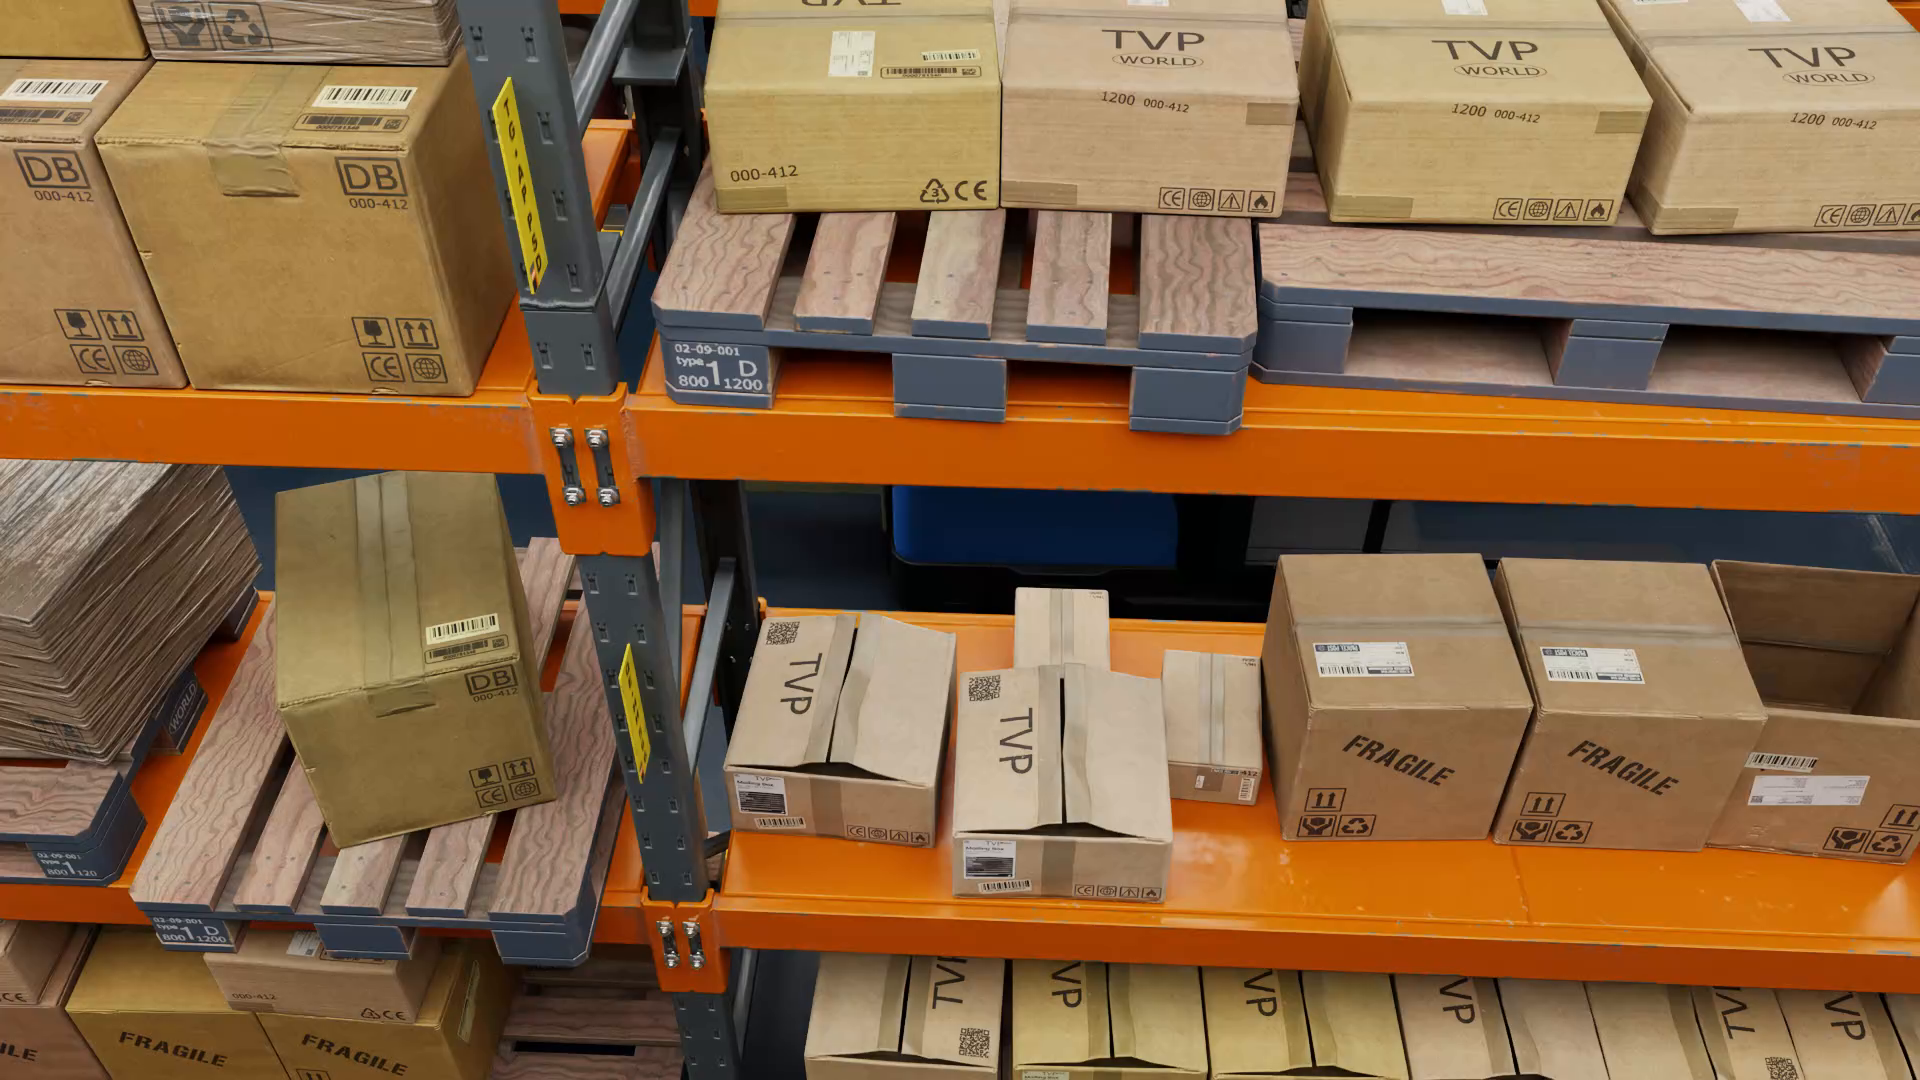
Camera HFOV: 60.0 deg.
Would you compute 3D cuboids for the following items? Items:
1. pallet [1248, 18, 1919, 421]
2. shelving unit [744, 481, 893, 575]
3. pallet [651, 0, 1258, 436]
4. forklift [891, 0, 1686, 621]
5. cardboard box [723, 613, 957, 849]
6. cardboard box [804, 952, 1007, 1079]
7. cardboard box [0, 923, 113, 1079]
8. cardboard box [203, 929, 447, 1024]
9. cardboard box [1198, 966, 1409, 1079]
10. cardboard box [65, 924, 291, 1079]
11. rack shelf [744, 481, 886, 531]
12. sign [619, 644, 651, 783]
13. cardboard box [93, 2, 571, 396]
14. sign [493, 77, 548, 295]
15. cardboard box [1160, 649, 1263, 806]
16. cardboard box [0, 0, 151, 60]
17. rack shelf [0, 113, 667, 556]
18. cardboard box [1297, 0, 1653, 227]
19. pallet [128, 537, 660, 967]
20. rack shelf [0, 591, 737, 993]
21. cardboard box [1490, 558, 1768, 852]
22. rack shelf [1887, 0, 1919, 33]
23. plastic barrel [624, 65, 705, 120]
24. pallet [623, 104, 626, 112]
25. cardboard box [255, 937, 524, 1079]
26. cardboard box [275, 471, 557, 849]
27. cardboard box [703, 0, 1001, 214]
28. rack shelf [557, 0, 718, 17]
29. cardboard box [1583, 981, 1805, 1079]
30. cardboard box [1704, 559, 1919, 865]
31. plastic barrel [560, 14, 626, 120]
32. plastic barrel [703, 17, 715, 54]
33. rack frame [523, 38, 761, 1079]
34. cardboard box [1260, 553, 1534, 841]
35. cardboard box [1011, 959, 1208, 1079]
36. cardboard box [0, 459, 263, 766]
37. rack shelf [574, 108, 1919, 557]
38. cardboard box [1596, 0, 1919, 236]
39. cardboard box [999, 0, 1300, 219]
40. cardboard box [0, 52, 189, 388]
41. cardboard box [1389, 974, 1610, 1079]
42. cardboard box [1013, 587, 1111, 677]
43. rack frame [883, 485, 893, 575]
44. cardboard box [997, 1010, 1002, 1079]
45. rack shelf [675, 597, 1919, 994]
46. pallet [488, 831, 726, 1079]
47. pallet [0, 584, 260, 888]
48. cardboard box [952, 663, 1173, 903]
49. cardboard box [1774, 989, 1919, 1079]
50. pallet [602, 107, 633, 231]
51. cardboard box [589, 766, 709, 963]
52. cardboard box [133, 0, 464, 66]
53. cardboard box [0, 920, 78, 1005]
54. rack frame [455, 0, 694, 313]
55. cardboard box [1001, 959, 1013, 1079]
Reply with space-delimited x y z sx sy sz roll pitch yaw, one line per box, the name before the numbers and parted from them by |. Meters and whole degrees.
pallet | 1.155 -0.657 3.193 1.213 0.211 1.003 4 43 4
shelving unit | -0.639 -0.554 6.245 0.755 1.500 0.431 1 43 1
pallet | 0.038 -0.689 3.227 1.003 0.211 1.213 4 43 4
forklift | 1.265 -1.085 5.765 3.031 2.935 1.130 1 43 1
cardboard box | -0.283 0.453 4.129 0.500 0.311 0.500 4 43 5
cardboard box | -0.134 1.242 4.514 0.500 0.311 0.500 3 43 3
cardboard box | -2.630 1.236 4.734 0.500 0.500 0.500 0 43 0
cardboard box | -1.645 0.991 4.447 0.500 0.250 0.500 3 43 4
cardboard box | 0.900 1.270 4.484 0.500 0.311 0.500 1 43 1
cardboard box | -2.106 1.248 4.721 0.500 0.500 0.500 0 43 0
rack shelf | -0.639 -0.316 6.467 0.720 0.370 0.431 1 43 1
sign | -0.659 0.354 3.378 0.005 0.325 0.100 2 43 2
cardboard box | -1.081 -0.746 3.076 0.500 0.500 0.910 2 43 2
sign | -0.671 -0.538 2.547 0.005 0.325 0.100 2 43 2
cardboard box | 0.632 0.472 4.227 0.250 0.149 0.380 5 43 5
cardboard box | -1.589 -1.154 2.781 0.500 0.500 0.500 2 43 2
rack shelf | -2.642 -0.517 3.431 4.000 0.370 1.077 2 43 2
cardboard box | 0.907 -0.813 3.023 0.500 0.250 0.500 1 43 1
pallet | -1.324 0.476 4.179 1.003 0.211 1.213 2 43 2
rack shelf | -2.642 0.581 4.454 4.000 0.370 1.077 2 43 2
cardboard box | 1.559 0.399 4.048 0.500 0.500 0.500 2 43 2
rack shelf | 5.577 -2.546 7.811 4.000 0.370 1.077 2 43 2
plastic barrel | -1.475 -2.197 8.425 0.421 0.512 0.421 0 43 0
pallet | -2.422 -2.009 8.751 1.213 0.211 1.003 2 43 2
cardboard box | -1.589 1.264 4.704 0.500 0.500 0.500 3 43 4
cardboard box | -1.278 0.246 3.904 0.500 0.500 0.700 -12 44 -12
cardboard box | -0.188 -0.842 3.054 0.500 0.250 0.500 -1 43 -1
rack shelf | -2.415 -2.792 8.074 4.000 0.370 1.077 2 43 2
cardboard box | 1.916 1.303 4.448 0.500 0.311 0.500 2 43 2
cardboard box | 2.059 0.414 4.031 0.500 0.500 0.500 5 43 5
plastic barrel | -2.035 -2.303 8.483 0.708 0.588 0.600 2 43 2
plastic barrel | -0.907 -2.357 8.363 0.708 0.830 0.600 2 43 2
rack frame | -0.644 0.379 4.143 0.127 3.000 1.000 2 43 2
cardboard box | 1.033 0.383 4.065 0.500 0.500 0.500 0 43 0
cardboard box | 0.391 1.253 4.502 0.500 0.311 0.500 1 43 1
cardboard box | -2.183 0.088 4.073 0.500 0.500 0.700 9 44 10
rack shelf | 1.354 -0.394 3.299 4.000 0.370 1.077 2 43 2
cardboard box | 1.445 -0.795 3.004 0.500 0.250 0.500 -2 43 -2
cardboard box | 0.336 -0.838 3.050 0.500 0.250 0.500 3 43 3
cardboard box | -1.591 -0.761 3.093 0.500 0.500 0.910 2 43 2
cardboard box | 1.414 1.285 4.467 0.500 0.311 0.500 1 43 1
cardboard box | 0.267 0.310 4.400 0.250 0.149 0.380 2 43 2
rack frame | -0.273 -0.548 6.238 0.023 1.500 0.400 1 43 1
cardboard box | -0.134 1.448 4.705 0.500 0.250 0.500 2 43 2
rack shelf | 1.354 0.704 4.322 4.000 0.370 1.077 2 43 2
pallet | -1.388 1.351 5.145 1.213 0.211 1.003 2 43 2
pallet | -2.587 0.393 4.269 1.213 0.211 1.003 2 43 2
cardboard box | 0.241 0.571 4.002 0.500 0.311 0.500 1 43 1
cardboard box | 2.414 1.320 4.430 0.500 0.311 0.500 3 43 3
pallet | -1.207 -1.969 8.709 1.213 0.211 1.003 2 43 2
cardboard box | -1.086 0.924 5.068 0.500 0.500 0.500 3 43 4
cardboard box | -1.080 -1.139 2.764 0.500 0.500 0.500 2 43 2
cardboard box | -2.668 0.962 4.478 0.500 0.250 0.500 1 43 1
rack frame | -0.644 -1.816 2.098 0.127 3.000 1.000 2 43 2
cardboard box | 0.368 1.462 4.689 0.500 0.250 0.500 1 43 1
